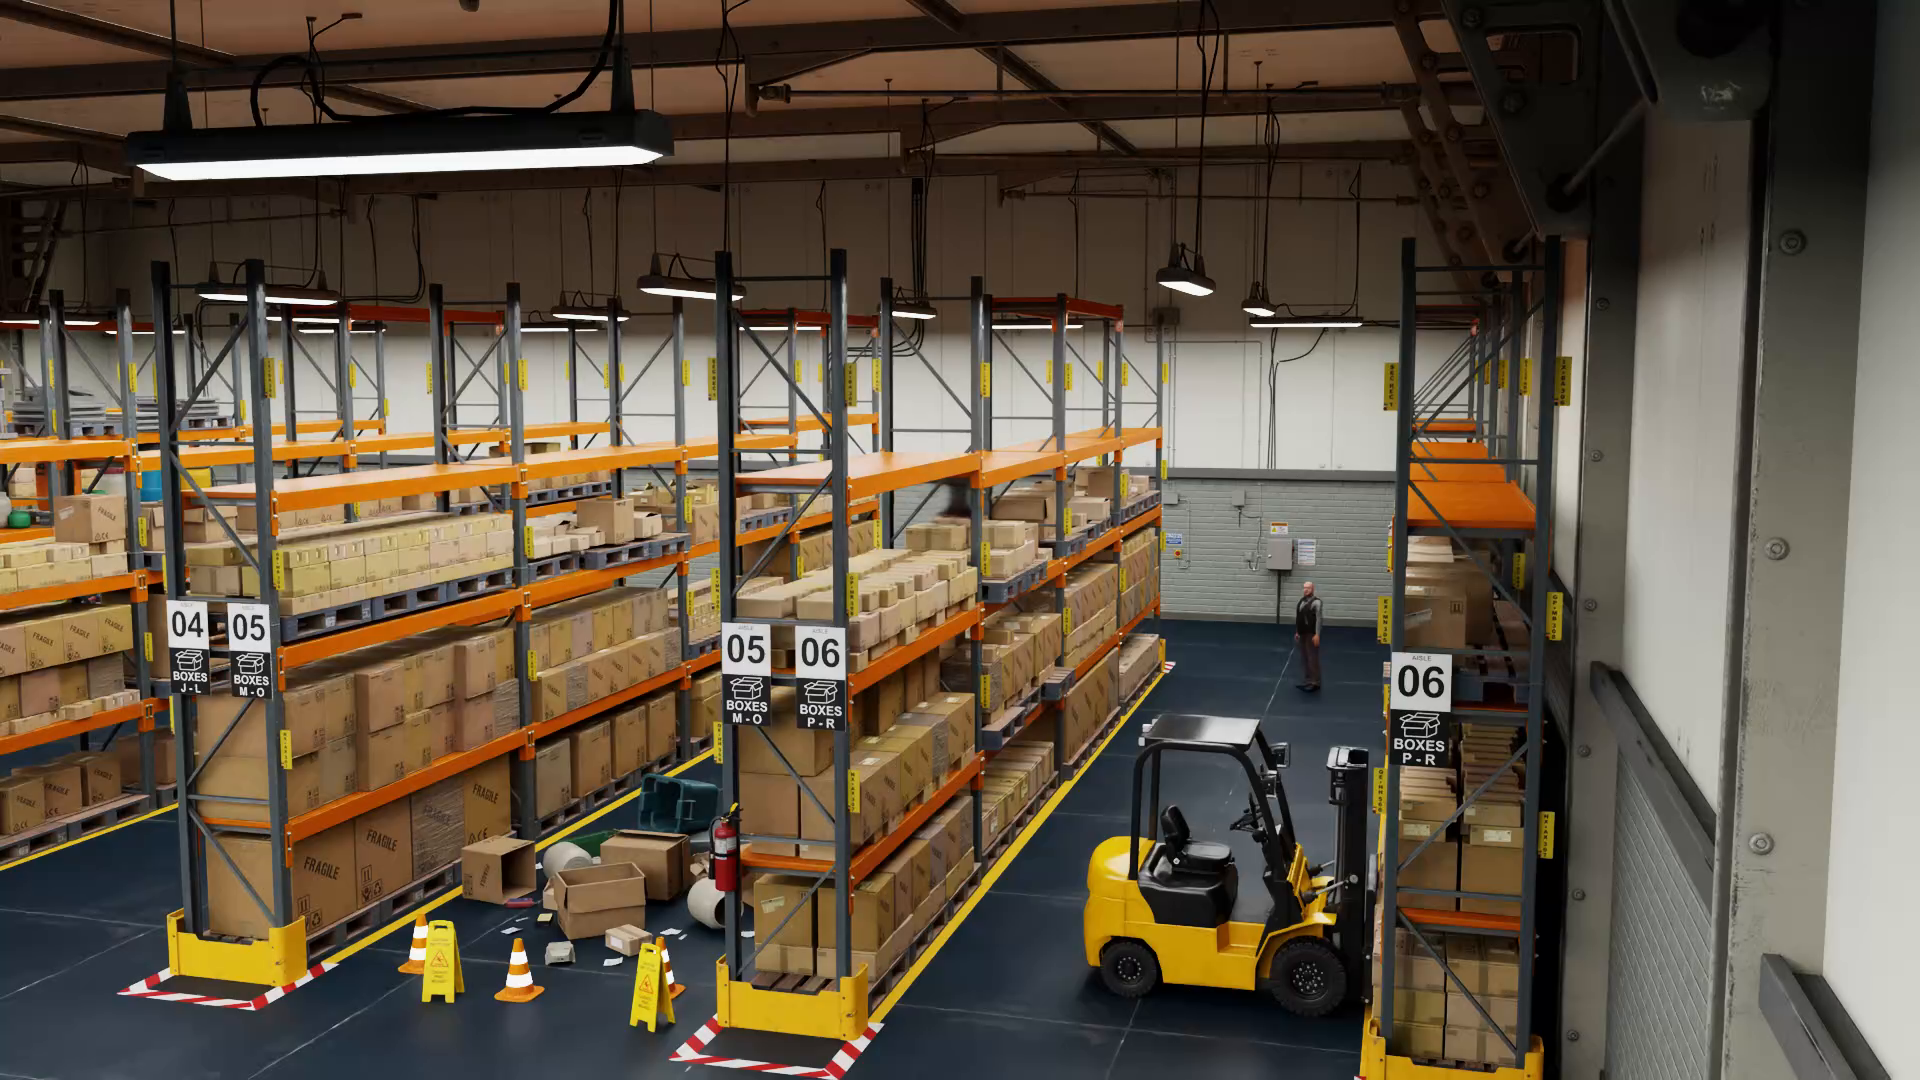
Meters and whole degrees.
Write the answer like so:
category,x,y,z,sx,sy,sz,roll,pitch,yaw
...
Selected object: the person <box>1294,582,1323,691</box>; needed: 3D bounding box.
category,x,y,z,sx,sy,sz,roll,pitch,yaw
person,5.529,1.520,26.387,0.369,1.722,0.584,-1,6,-14
